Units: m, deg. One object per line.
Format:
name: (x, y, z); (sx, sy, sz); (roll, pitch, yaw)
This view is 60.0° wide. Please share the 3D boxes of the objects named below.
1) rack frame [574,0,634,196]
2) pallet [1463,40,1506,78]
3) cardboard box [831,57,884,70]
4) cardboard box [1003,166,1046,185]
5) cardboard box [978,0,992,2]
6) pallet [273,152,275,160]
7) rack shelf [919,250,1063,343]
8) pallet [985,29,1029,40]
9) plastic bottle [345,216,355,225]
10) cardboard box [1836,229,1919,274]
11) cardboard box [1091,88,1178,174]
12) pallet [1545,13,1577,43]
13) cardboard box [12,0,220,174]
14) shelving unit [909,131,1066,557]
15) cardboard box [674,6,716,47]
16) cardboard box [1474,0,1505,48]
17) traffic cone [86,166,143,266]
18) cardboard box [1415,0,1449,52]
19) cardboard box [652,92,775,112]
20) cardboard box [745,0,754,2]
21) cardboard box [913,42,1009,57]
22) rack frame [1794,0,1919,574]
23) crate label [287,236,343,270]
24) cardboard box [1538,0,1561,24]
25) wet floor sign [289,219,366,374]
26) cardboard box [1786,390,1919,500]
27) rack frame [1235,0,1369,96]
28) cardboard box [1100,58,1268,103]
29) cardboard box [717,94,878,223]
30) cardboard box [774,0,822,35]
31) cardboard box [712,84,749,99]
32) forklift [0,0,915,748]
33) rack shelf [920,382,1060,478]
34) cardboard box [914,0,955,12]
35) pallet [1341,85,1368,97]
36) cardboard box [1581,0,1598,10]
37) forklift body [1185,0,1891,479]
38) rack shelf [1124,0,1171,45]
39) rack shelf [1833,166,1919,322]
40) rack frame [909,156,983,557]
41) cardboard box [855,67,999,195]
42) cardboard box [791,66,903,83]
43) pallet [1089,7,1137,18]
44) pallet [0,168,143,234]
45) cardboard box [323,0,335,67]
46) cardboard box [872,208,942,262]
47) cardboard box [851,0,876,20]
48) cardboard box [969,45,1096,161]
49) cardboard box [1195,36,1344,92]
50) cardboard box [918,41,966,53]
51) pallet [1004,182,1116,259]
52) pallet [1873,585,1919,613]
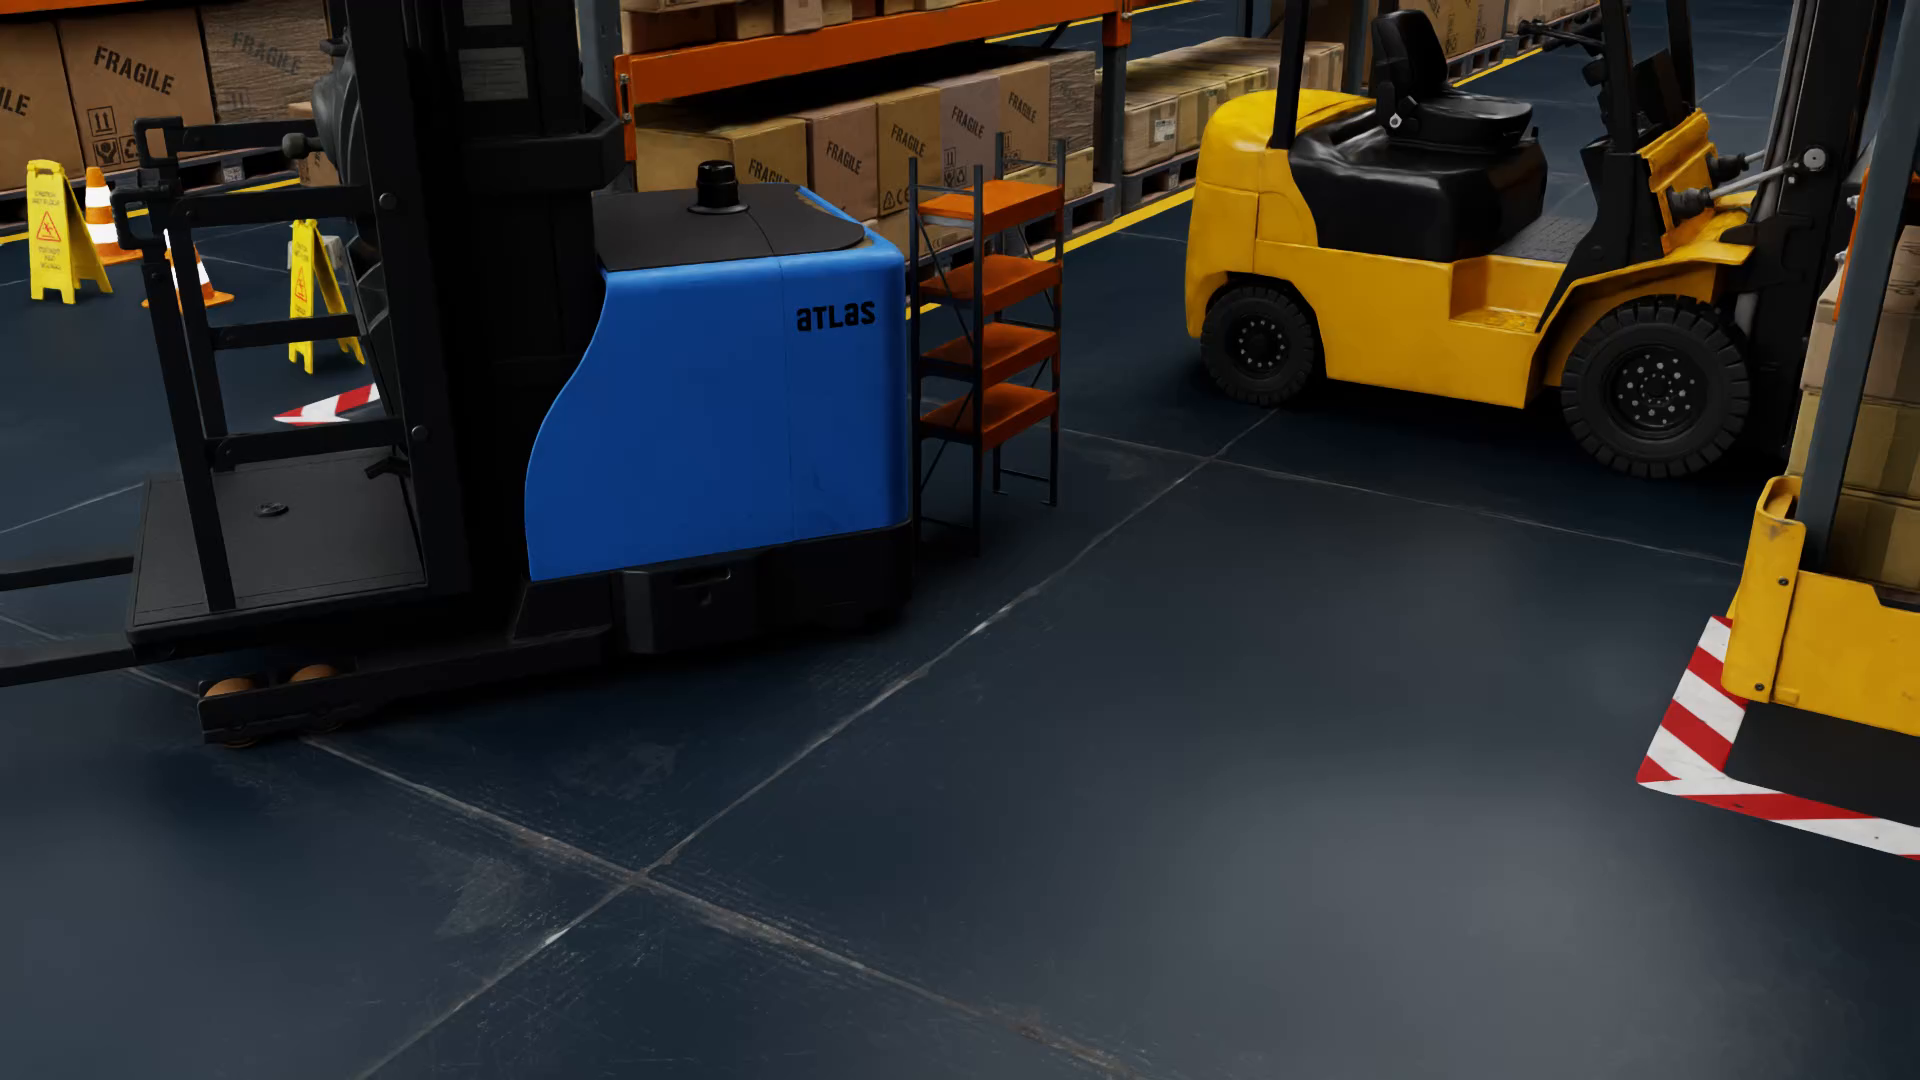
rack frame: (-1.645, -1.964, 6.011); (1.000, 3.000, 0.127); (14, 27, 29)
pallet: (4.342, -4.458, 15.283); (1.003, 0.211, 1.213); (14, 27, 29)
cardboard box: (-0.602, -2.449, 8.304); (0.380, 0.149, 0.250); (16, 28, 32)
cardboard box: (0.109, -1.807, 8.582); (0.500, 0.250, 0.500); (13, 27, 28)
cardboard box: (0.021, -2.683, 7.988); (0.380, 0.149, 0.250); (13, 27, 28)
pallet: (-4.262, -2.797, 11.446); (1.003, 0.211, 1.213); (14, 27, 29)
rack shelf: (0.087, -0.750, 5.079); (0.258, 0.148, 0.480); (14, 27, 29)
pallet: (0.017, -5.475, 17.631); (1.003, 0.211, 1.213); (14, 27, 29)
plastic bottle: (-3.355, -1.848, 9.442); (0.133, 0.061, 0.283); (5, 24, 11)
cardboard box: (2.816, -0.709, 4.787); (0.500, 0.250, 0.500); (14, 27, 30)
cardboard box: (0.739, -2.479, 9.979); (0.950, 0.372, 0.625); (14, 27, 30)
pallet: (5.795, -5.388, 17.431); (1.003, 0.211, 1.213); (14, 27, 29)
cardboard box: (-5.140, -2.725, 9.915); (0.875, 0.875, 0.875); (13, 27, 28)
shelving unit: (0.087, -0.606, 5.141); (0.258, 1.200, 0.503); (14, 27, 29)
cardboard box: (-1.169, -2.008, 6.430); (0.380, 0.149, 0.250); (14, 27, 30)
cardboard box: (4.426, -5.006, 15.184); (0.875, 0.875, 0.875); (15, 27, 31)
traffic cone: (-4.417, -1.685, 8.560); (0.336, 0.463, 0.334); (14, 27, 29)
cardboard box: (3.484, -4.398, 13.779); (0.875, 0.875, 0.875); (14, 27, 30)
cardboard box: (-1.172, -1.741, 7.485); (0.500, 0.500, 0.500); (15, 28, 31)
cardboard box: (-0.889, -2.424, 6.573); (0.500, 0.500, 0.500); (15, 27, 31)
cardboard box: (-0.076, -2.447, 9.115); (0.500, 0.500, 0.500); (15, 28, 31)
rack frame: (2.574, -0.925, 3.612); (1.000, 3.000, 0.127); (14, 27, 29)
crate label: (-3.275, -1.462, 8.455); (0.250, 0.136, 0.298); (1, 23, 2)
cardboard box: (5.579, -5.523, 16.929); (0.875, 0.438, 0.875); (13, 27, 27)
wet floor sign: (-2.655, -1.044, 6.849); (0.232, 0.644, 0.267); (-17, 29, -35)
cardboard box: (2.565, -0.315, 4.506); (0.500, 0.250, 0.500); (13, 27, 28)
rack frame: (2.575, -4.664, 12.249); (1.000, 3.000, 0.127); (14, 27, 29)
cardboard box: (1.481, -2.957, 11.084); (0.950, 0.372, 0.625); (15, 28, 31)
cardboard box: (-0.701, -1.639, 7.249); (0.500, 0.500, 0.500); (13, 26, 27)
cardboard box: (-0.787, -2.157, 6.773); (0.380, 0.149, 0.250); (14, 27, 30)
cardboard box: (-1.172, -2.084, 7.460); (0.380, 0.149, 0.250); (14, 27, 30)
forklift: (-1.698, -1.074, 4.041); (3.031, 2.935, 1.130); (-9, 25, -20)
rack shelf: (0.087, -0.363, 5.246); (0.258, 0.148, 0.480); (14, 27, 29)
cardboard box: (-0.244, -2.508, 7.585); (0.380, 0.149, 0.250); (14, 27, 29)
pallet: (3.055, -3.635, 13.381); (1.003, 0.211, 1.213); (14, 27, 29)
cardboard box: (6.531, -6.138, 18.348); (0.875, 0.438, 0.875); (13, 27, 27)
forklift body: (2.024, -1.558, 6.142); (2.313, 2.155, 1.214); (14, 27, 29)
rack shelf: (1.520, -3.659, 10.832); (1.077, 0.370, 4.000); (14, 27, 29)
rack shelf: (3.629, -1.270, 5.314); (1.077, 0.370, 4.000); (14, 27, 29)
rack frame: (-0.041, -0.524, 4.950); (0.240, 1.200, 0.015); (14, 27, 29)
cardboard box: (-0.154, -1.989, 8.057); (0.500, 0.500, 0.500); (15, 28, 32)
cardboard box: (-0.623, -2.089, 8.288); (0.500, 0.500, 0.500); (15, 28, 32)
pallet: (1.393, -6.385, 19.734); (1.003, 0.211, 1.213); (14, 27, 29)
pallet: (-5.549, -1.974, 9.544); (1.003, 0.211, 1.213); (14, 27, 29)
cardboard box: (-4.185, -3.337, 11.330); (0.875, 0.875, 0.875); (14, 27, 30)
cardboard box: (-0.432, -1.467, 7.795); (0.500, 0.250, 0.500); (16, 28, 32)
cardboard box: (-0.591, -2.353, 7.226); (0.380, 0.149, 0.250); (15, 28, 31)
cardboard box: (0.381, -2.333, 8.853); (0.500, 0.500, 0.500); (13, 27, 28)
cardboard box: (2.268, -3.462, 12.252); (0.950, 0.372, 0.625); (12, 26, 25)
cardboard box: (-0.193, -2.715, 8.917); (0.380, 0.149, 0.250); (14, 27, 30)
pallet: (0.140, -1.800, 9.143); (1.003, 0.211, 1.213); (14, 27, 29)
pallet: (2.941, 0.087, 4.782); (1.003, 0.211, 1.213); (14, 27, 29)
